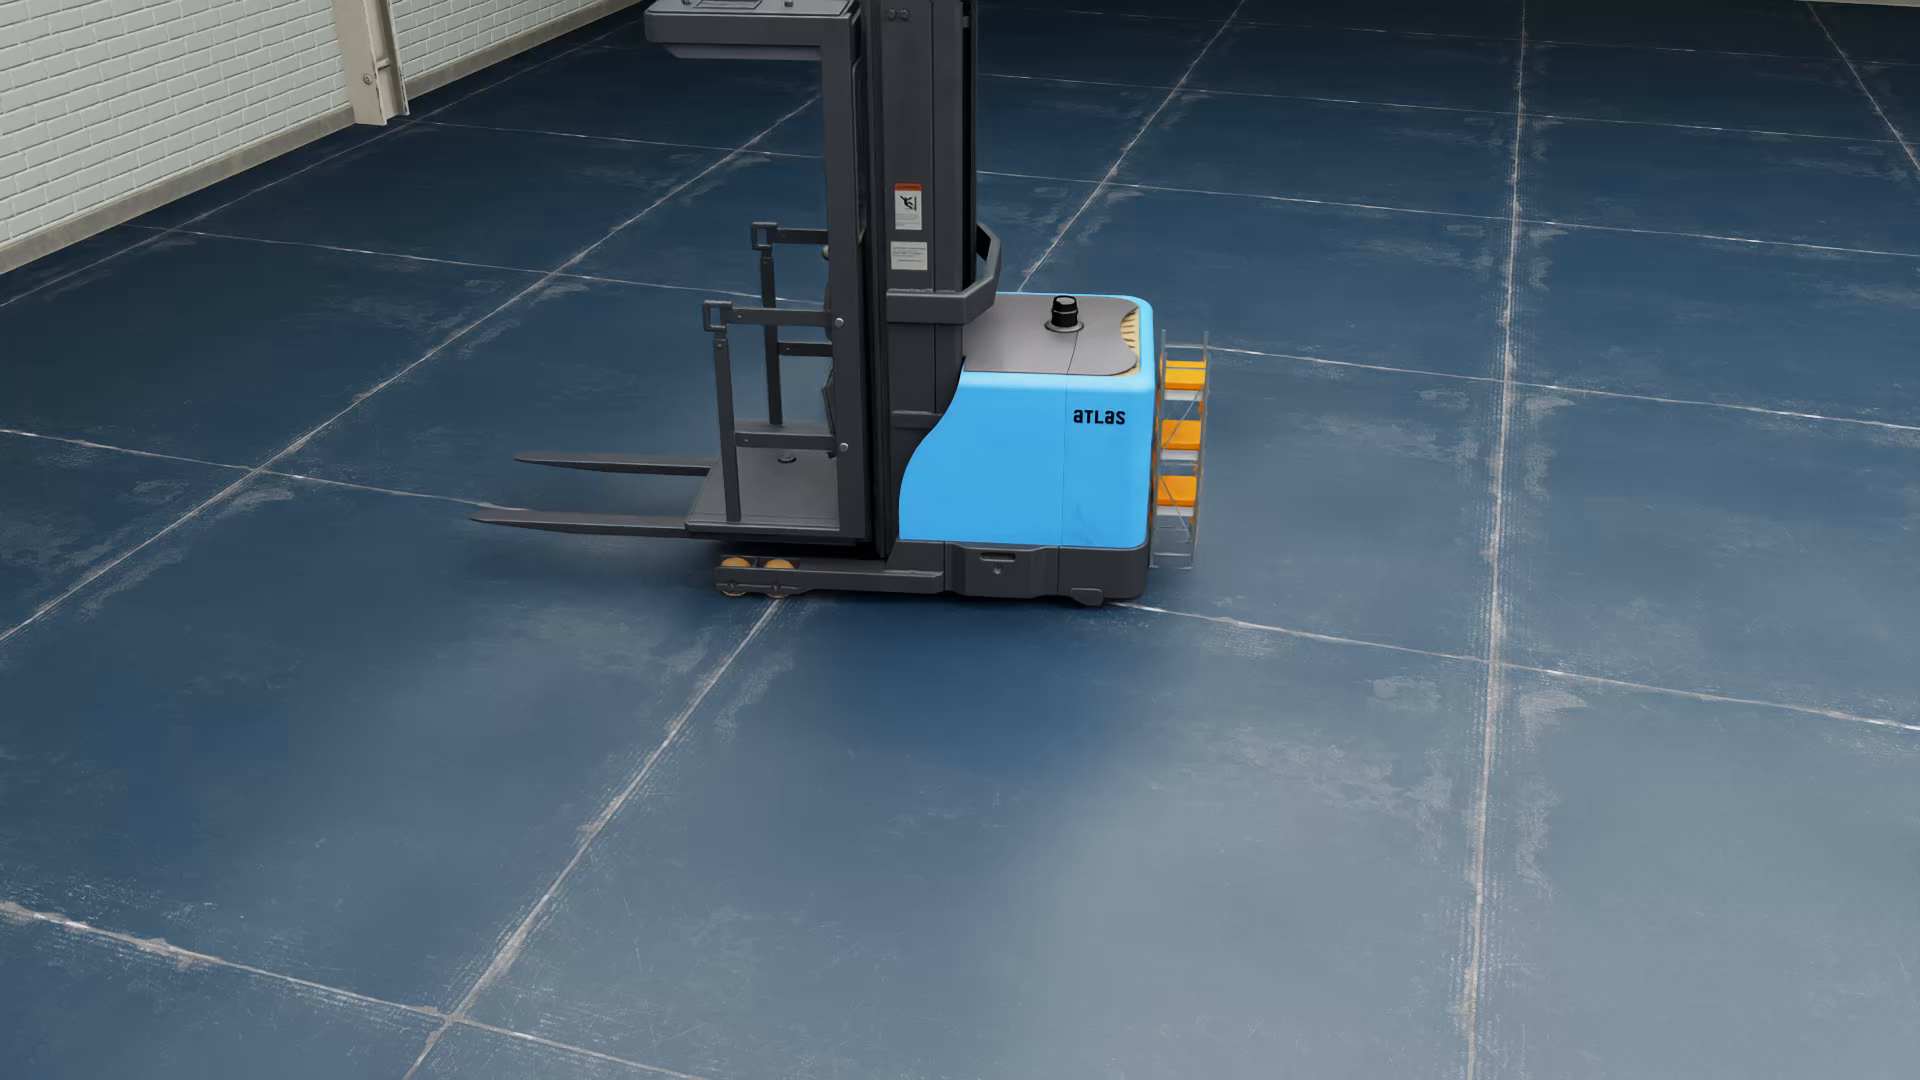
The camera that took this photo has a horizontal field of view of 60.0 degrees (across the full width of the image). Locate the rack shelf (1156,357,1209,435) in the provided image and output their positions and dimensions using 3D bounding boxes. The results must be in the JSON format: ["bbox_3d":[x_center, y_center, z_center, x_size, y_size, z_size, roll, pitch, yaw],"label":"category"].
[{"bbox_3d":[0.967,-0.629,7.239,0.215,0.259,0.240,2,29,4],"label":"rack shelf"}]

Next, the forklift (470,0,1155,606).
[{"bbox_3d":[-0.666,-1.279,7.035,3.031,2.935,1.130,2,29,4],"label":"forklift"}]

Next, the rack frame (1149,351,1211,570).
[{"bbox_3d":[0.956,-0.332,7.266,0.200,1.050,0.008,2,29,4],"label":"rack frame"}]

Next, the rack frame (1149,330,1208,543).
[{"bbox_3d":[0.977,-0.450,7.478,0.200,1.050,0.008,2,29,4],"label":"rack frame"}]

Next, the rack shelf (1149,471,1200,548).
[{"bbox_3d":[0.967,-0.139,7.512,0.215,0.259,0.240,2,29,4],"label":"rack shelf"}]

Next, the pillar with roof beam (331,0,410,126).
[{"bbox_3d":[-0.842,-6.932,10.955,9.100,9.000,0.400,8,30,15],"label":"pillar with roof beam"}]

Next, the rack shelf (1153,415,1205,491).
[{"bbox_3d":[0.967,-0.381,7.377,0.215,0.259,0.240,2,29,4],"label":"rack shelf"}]

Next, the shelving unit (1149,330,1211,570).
[{"bbox_3d":[0.967,-0.391,7.372,0.215,1.050,0.252,2,29,4],"label":"shelving unit"}]
